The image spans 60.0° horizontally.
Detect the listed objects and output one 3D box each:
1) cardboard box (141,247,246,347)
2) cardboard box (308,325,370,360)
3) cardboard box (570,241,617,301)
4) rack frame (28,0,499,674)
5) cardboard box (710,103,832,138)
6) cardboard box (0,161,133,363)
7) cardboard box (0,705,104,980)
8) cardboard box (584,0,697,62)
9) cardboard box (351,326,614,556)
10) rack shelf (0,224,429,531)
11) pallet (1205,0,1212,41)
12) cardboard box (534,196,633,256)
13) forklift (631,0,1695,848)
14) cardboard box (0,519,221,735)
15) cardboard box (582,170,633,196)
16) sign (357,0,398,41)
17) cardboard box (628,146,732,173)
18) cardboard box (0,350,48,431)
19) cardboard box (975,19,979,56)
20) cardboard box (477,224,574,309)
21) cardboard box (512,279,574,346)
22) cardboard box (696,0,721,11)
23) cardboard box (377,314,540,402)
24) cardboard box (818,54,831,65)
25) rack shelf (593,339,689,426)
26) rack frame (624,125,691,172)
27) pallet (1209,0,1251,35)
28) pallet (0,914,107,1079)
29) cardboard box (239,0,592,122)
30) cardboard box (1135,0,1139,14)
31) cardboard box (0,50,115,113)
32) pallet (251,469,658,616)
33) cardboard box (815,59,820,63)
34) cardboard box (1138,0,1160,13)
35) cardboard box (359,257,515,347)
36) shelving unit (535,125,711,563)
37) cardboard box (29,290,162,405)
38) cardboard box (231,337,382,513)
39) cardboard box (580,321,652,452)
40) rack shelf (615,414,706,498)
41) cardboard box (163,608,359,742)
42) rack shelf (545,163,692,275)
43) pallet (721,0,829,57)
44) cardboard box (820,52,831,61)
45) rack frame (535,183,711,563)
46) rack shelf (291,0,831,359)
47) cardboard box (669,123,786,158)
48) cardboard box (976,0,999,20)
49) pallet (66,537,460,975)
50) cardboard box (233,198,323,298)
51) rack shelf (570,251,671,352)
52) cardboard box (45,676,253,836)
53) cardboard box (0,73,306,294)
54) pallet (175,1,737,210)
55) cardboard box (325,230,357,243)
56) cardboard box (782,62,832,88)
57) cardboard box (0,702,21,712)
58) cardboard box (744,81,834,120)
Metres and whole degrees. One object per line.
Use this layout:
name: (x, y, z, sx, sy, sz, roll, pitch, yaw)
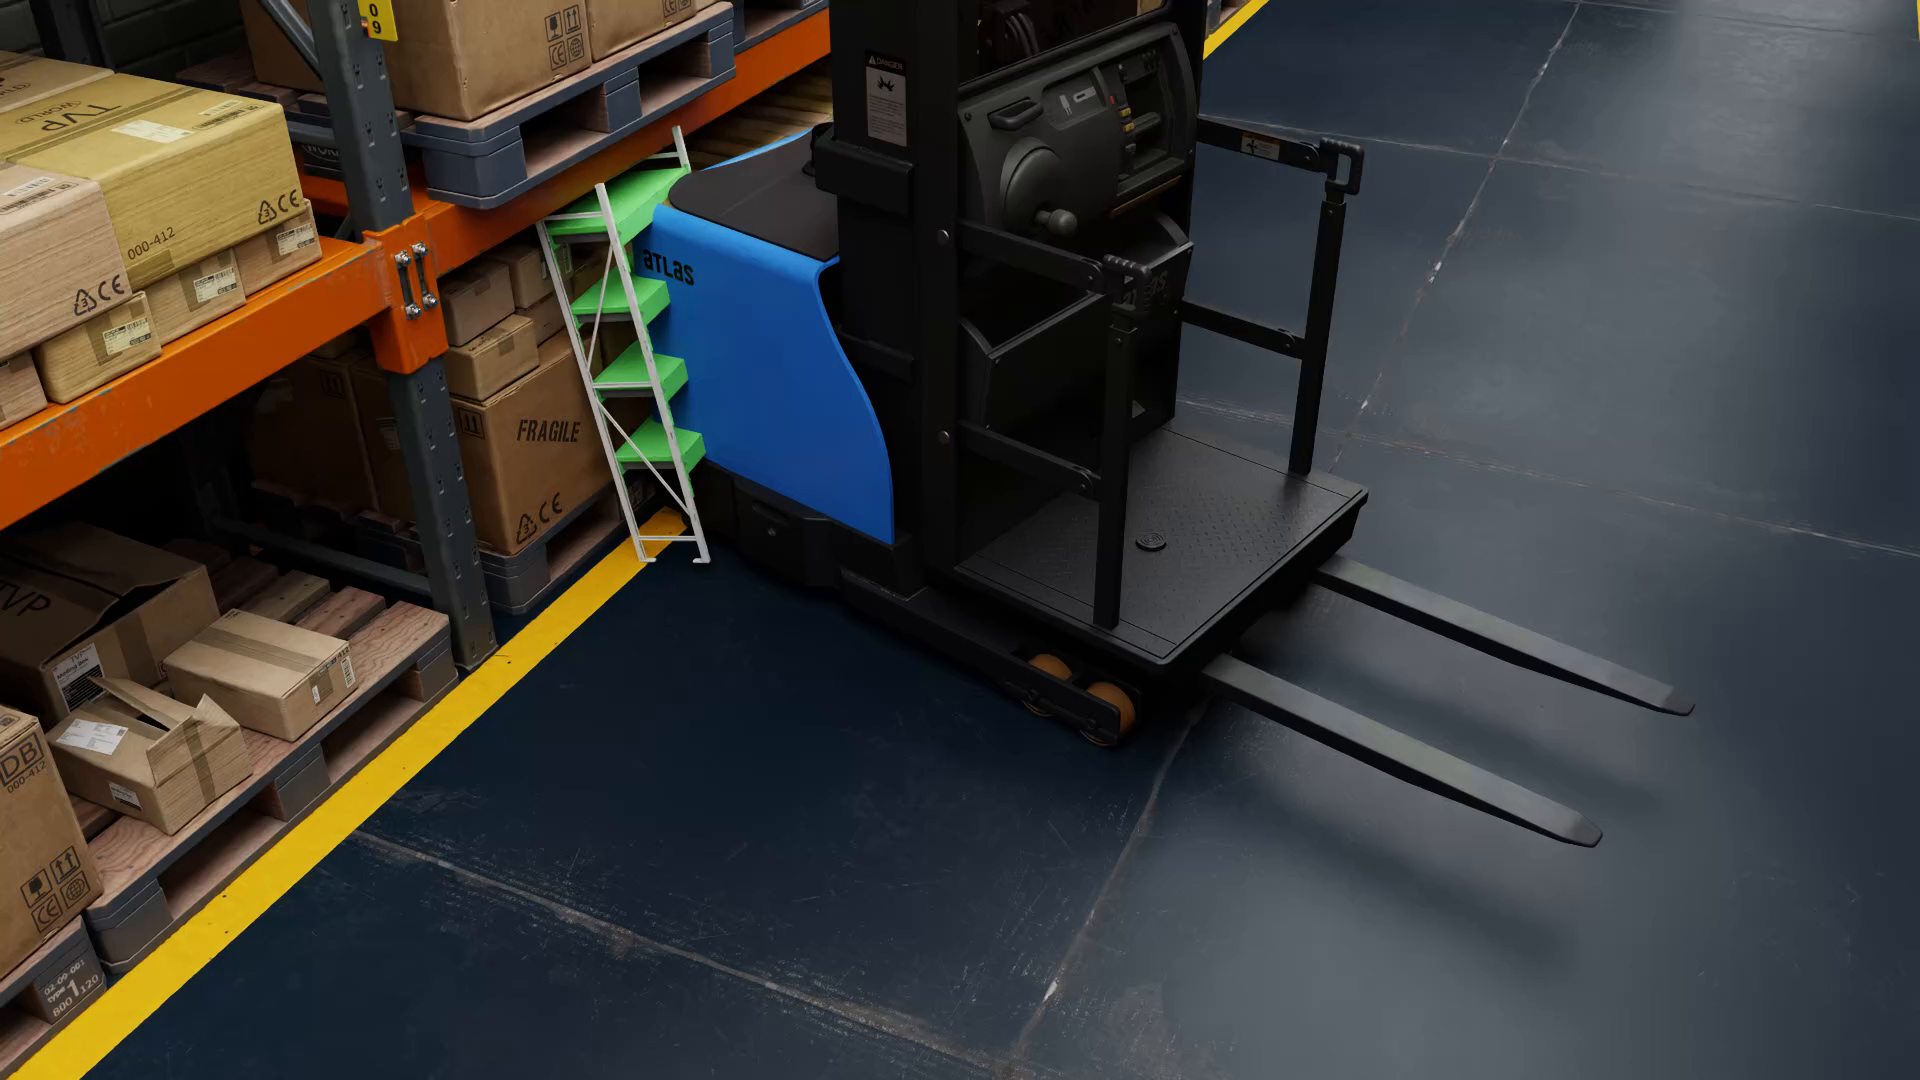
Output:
cardboard box: (-1.795, -0.567, 3.609, 0.380, 0.149, 0.250, 15, 36, 22)
cardboard box: (-1.910, -0.675, 4.848, 0.380, 0.149, 0.250, 13, 35, 19)
cardboard box: (-1.268, -0.829, 5.084, 0.380, 0.149, 0.250, 12, 35, 18)
rack frame: (-1.802, -1.024, 4.076, 1.000, 3.000, 0.127, 14, 36, 20)
cardboard box: (-0.685, -1.459, 6.045, 0.380, 0.149, 0.250, 12, 35, 18)
cardboard box: (-1.990, -0.523, 3.177, 0.500, 0.250, 0.500, 14, 36, 21)
cardboard box: (-2.306, 0.622, 3.463, 0.700, 0.500, 0.500, 13, 35, 19)
cardboard box: (-1.180, -1.689, 4.616, 0.700, 0.500, 0.500, 15, 36, 21)
cardboard box: (-1.395, -0.343, 4.935, 0.500, 0.500, 0.500, 16, 36, 23)
rack shelf: (-2.639, 0.273, 2.754, 1.077, 0.370, 4.000, 14, 36, 20)
pallet: (0.763, -2.856, 9.413, 1.003, 0.211, 1.213, 14, 36, 20)
cardboard box: (-1.165, -0.969, 5.297, 0.380, 0.149, 0.250, 14, 36, 20)
forklift: (0.481, -1.009, 4.116, 3.031, 2.935, 1.130, 24, 40, 32)
cardboard box: (-2.293, 0.200, 4.279, 0.500, 0.311, 0.500, 15, 36, 22)
cardboard box: (-1.027, -1.084, 5.473, 0.380, 0.149, 0.250, 14, 36, 20)
sign: (-1.306, -1.265, 3.654, 0.100, 0.325, 0.005, 14, 36, 20)
cardboard box: (-0.921, -1.208, 5.661, 0.380, 0.149, 0.250, 15, 36, 22)
cardboard box: (-2.016, -0.308, 3.213, 0.380, 0.149, 0.250, 15, 36, 22)
cardboard box: (-0.105, -2.113, 7.042, 0.380, 0.149, 0.250, 12, 35, 18)
cardboard box: (-1.345, -0.808, 4.780, 0.380, 0.149, 0.250, 12, 35, 18)
cardboard box: (-1.365, -0.698, 4.885, 0.380, 0.149, 0.250, 13, 35, 19)
cardboard box: (-0.872, -1.747, 4.918, 0.396, 0.266, 0.258, 16, 36, 23)
cardboard box: (-1.410, -0.543, 4.647, 0.380, 0.149, 0.250, 16, 36, 23)
cardboard box: (-0.341, -1.849, 6.640, 0.380, 0.149, 0.250, 13, 35, 19)
rack shelf: (-0.896, -0.519, 5.041, 0.258, 0.148, 0.480, 0, 31, 19)
rack frame: (-0.838, -0.701, 5.206, 0.240, 1.200, 0.015, 0, 31, 19)
pallet: (1.272, -3.466, 10.343, 1.003, 0.211, 1.213, 14, 36, 20)
pallet: (-2.599, 1.094, 3.389, 1.003, 0.211, 1.213, 14, 36, 20)
cardboard box: (-1.397, -1.431, 4.222, 0.700, 0.500, 0.500, 15, 36, 22)
cardboard box: (0.411, -2.833, 8.618, 0.875, 0.625, 0.625, 15, 36, 22)
cardboard box: (-2.255, -0.901, 3.753, 0.500, 0.250, 0.500, 14, 36, 20)
pallet: (-1.496, -0.271, 5.471, 1.003, 0.211, 1.213, 14, 36, 20)
cardboard box: (-0.797, -1.961, 6.810, 0.380, 0.149, 0.250, 15, 36, 21)
cardboard box: (0.692, -3.168, 9.129, 0.875, 0.625, 0.625, 13, 35, 19)
cardboard box: (-1.465, -0.681, 4.587, 0.380, 0.149, 0.250, 14, 36, 20)
shelving unit: (-0.907, -0.574, 5.009, 0.258, 1.200, 0.503, 0, 31, 19)
cardboard box: (-1.882, -0.432, 3.403, 0.380, 0.149, 0.250, 15, 36, 22)
cardboard box: (-1.865, -0.466, 5.122, 0.500, 0.500, 0.500, 14, 36, 20)
cardboard box: (-1.182, -0.611, 5.342, 0.500, 0.500, 0.500, 14, 36, 20)
rack shelf: (-0.856, -0.314, 5.159, 0.258, 0.148, 0.480, 0, 31, 19)
cardboard box: (-1.768, 0.338, 4.216, 0.380, 0.149, 0.250, 13, 35, 19)
rack shelf: (-0.976, -0.929, 4.804, 0.258, 0.148, 0.480, 0, 31, 19)
pallet: (-0.938, -1.966, 5.688, 1.003, 0.211, 1.213, 14, 36, 20)
cardboard box: (-0.765, -2.103, 7.027, 0.380, 0.149, 0.250, 15, 36, 22)
rack frame: (-0.976, -0.447, 4.813, 0.240, 1.200, 0.015, 0, 31, 19)
rack shelf: (-0.965, -1.719, 5.792, 1.077, 0.370, 4.000, 14, 36, 20)
cardboard box: (-0.835, -1.349, 5.876, 0.380, 0.149, 0.250, 14, 36, 21)
cardboard box: (0.145, -2.506, 8.119, 0.875, 0.625, 0.625, 15, 36, 22)
pallet: (-2.090, 0.484, 4.319, 1.003, 0.211, 1.213, 14, 36, 20)
cardboard box: (-1.706, -0.702, 3.814, 0.380, 0.149, 0.250, 15, 36, 21)
rack shelf: (-0.936, -0.724, 4.923, 0.258, 0.148, 0.480, 0, 31, 19)
cardboard box: (-1.918, 0.467, 3.913, 0.396, 0.266, 0.258, 15, 36, 22)
cardboard box: (-1.794, -0.776, 3.563, 0.500, 0.250, 0.500, 15, 36, 22)
pallet: (-1.369, -1.316, 4.697, 1.003, 0.211, 1.213, 14, 36, 20)
cardboard box: (-1.805, -0.807, 5.050, 0.380, 0.149, 0.250, 14, 36, 21)
cardboard box: (-0.493, -1.728, 6.455, 0.380, 0.149, 0.250, 15, 36, 22)
cardboard box: (-2.475, 0.484, 3.994, 0.380, 0.149, 0.250, 14, 36, 20)
cardboard box: (-0.597, -1.604, 6.265, 0.380, 0.149, 0.250, 14, 36, 20)
